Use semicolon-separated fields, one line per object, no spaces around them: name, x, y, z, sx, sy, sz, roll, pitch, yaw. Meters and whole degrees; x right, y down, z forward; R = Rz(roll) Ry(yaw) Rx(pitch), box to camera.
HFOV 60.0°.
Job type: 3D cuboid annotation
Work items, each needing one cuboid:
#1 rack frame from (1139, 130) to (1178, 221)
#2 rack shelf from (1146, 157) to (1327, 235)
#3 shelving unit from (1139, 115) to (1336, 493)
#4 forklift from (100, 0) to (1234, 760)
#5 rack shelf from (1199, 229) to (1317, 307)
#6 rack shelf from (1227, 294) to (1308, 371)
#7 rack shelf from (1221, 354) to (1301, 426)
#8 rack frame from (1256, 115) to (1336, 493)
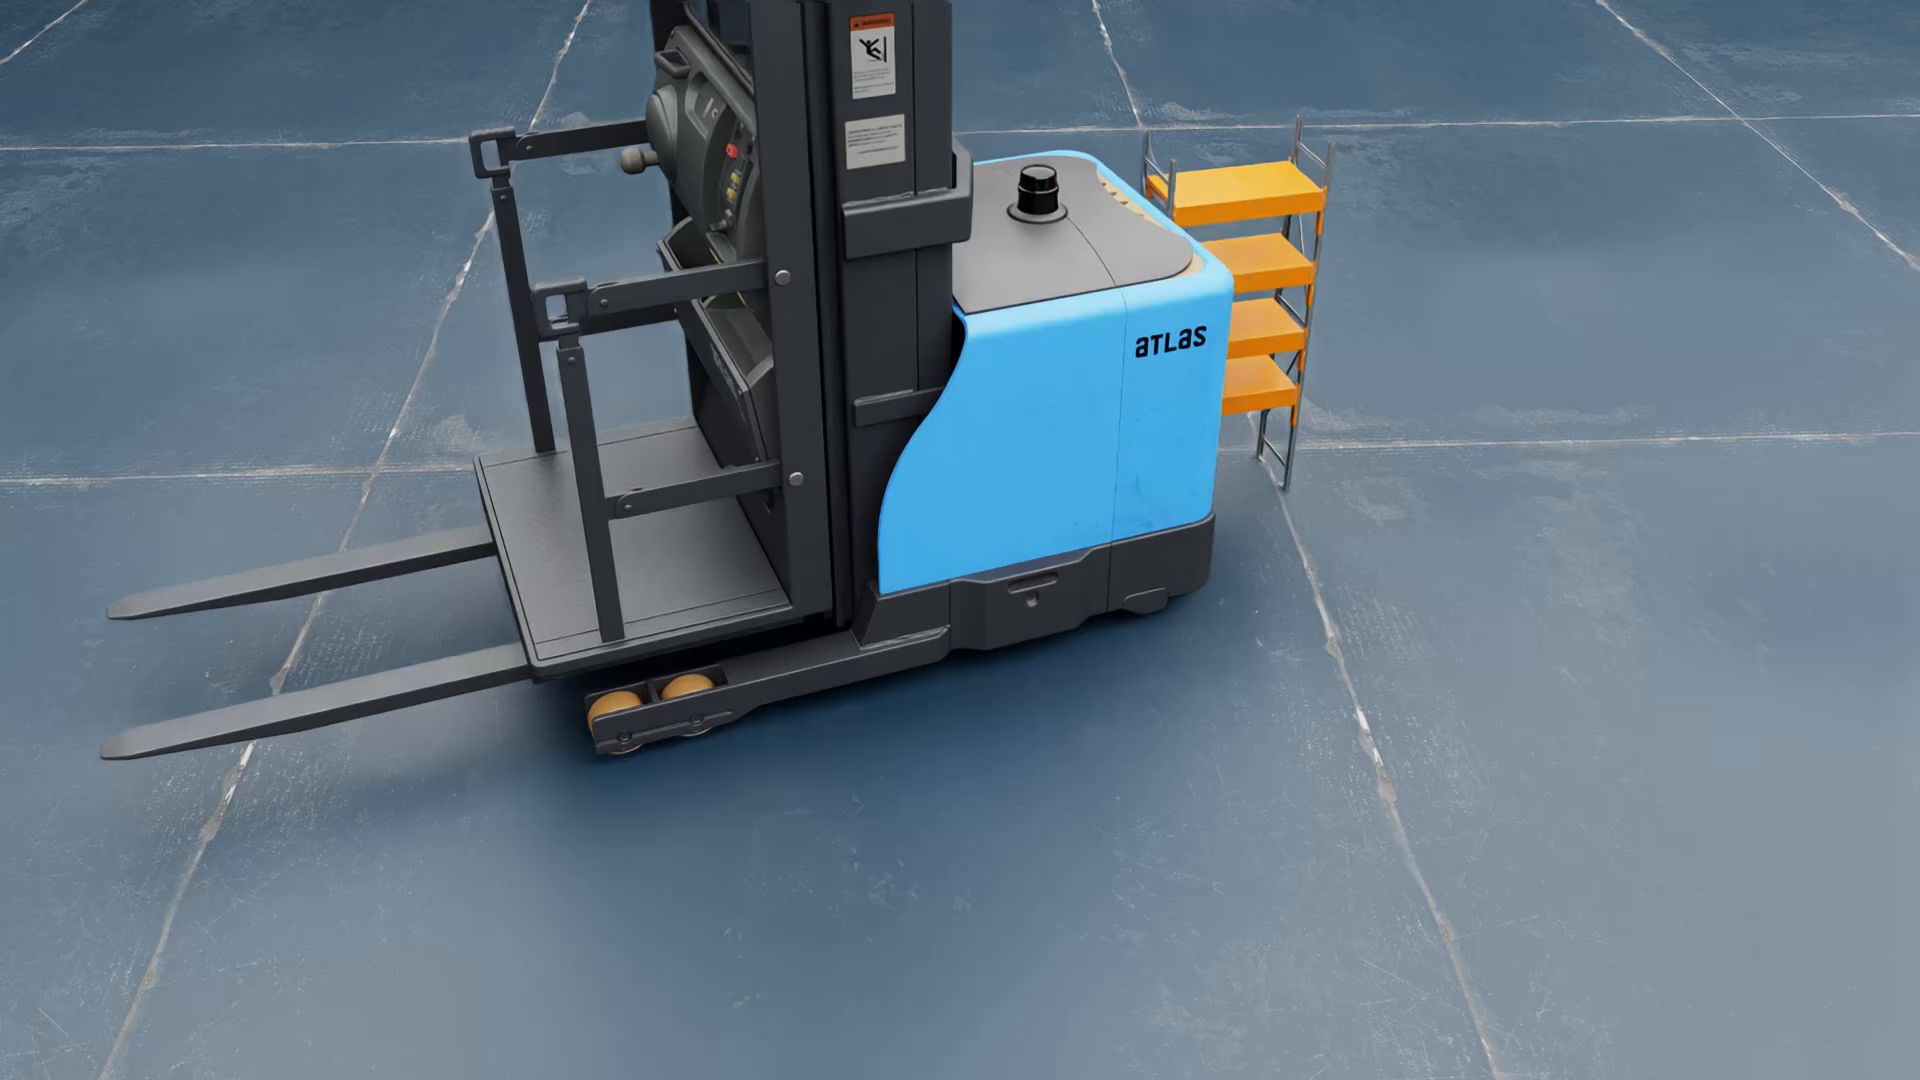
rack frame;0.575;-0.642;5.123;0.015;1.200;0.240;-9;36;-13
rack shelf;0.811;-1.002;4.952;0.480;0.148;0.258;-9;36;-13
shelving unit;0.811;-0.679;5.176;0.503;1.200;0.258;-9;36;-13
forklift;-0.823;-0.977;4.086;3.031;2.935;1.130;-13;37;-18
rack shelf;0.811;-0.807;5.087;0.480;0.148;0.258;-9;36;-13
rack shelf;0.811;-0.623;5.214;0.480;0.148;0.258;-9;36;-13
rack shelf;0.811;-0.460;5.327;0.480;0.148;0.258;-9;36;-13
rack frame;1.046;-0.715;5.229;0.015;1.200;0.240;-9;36;-13
